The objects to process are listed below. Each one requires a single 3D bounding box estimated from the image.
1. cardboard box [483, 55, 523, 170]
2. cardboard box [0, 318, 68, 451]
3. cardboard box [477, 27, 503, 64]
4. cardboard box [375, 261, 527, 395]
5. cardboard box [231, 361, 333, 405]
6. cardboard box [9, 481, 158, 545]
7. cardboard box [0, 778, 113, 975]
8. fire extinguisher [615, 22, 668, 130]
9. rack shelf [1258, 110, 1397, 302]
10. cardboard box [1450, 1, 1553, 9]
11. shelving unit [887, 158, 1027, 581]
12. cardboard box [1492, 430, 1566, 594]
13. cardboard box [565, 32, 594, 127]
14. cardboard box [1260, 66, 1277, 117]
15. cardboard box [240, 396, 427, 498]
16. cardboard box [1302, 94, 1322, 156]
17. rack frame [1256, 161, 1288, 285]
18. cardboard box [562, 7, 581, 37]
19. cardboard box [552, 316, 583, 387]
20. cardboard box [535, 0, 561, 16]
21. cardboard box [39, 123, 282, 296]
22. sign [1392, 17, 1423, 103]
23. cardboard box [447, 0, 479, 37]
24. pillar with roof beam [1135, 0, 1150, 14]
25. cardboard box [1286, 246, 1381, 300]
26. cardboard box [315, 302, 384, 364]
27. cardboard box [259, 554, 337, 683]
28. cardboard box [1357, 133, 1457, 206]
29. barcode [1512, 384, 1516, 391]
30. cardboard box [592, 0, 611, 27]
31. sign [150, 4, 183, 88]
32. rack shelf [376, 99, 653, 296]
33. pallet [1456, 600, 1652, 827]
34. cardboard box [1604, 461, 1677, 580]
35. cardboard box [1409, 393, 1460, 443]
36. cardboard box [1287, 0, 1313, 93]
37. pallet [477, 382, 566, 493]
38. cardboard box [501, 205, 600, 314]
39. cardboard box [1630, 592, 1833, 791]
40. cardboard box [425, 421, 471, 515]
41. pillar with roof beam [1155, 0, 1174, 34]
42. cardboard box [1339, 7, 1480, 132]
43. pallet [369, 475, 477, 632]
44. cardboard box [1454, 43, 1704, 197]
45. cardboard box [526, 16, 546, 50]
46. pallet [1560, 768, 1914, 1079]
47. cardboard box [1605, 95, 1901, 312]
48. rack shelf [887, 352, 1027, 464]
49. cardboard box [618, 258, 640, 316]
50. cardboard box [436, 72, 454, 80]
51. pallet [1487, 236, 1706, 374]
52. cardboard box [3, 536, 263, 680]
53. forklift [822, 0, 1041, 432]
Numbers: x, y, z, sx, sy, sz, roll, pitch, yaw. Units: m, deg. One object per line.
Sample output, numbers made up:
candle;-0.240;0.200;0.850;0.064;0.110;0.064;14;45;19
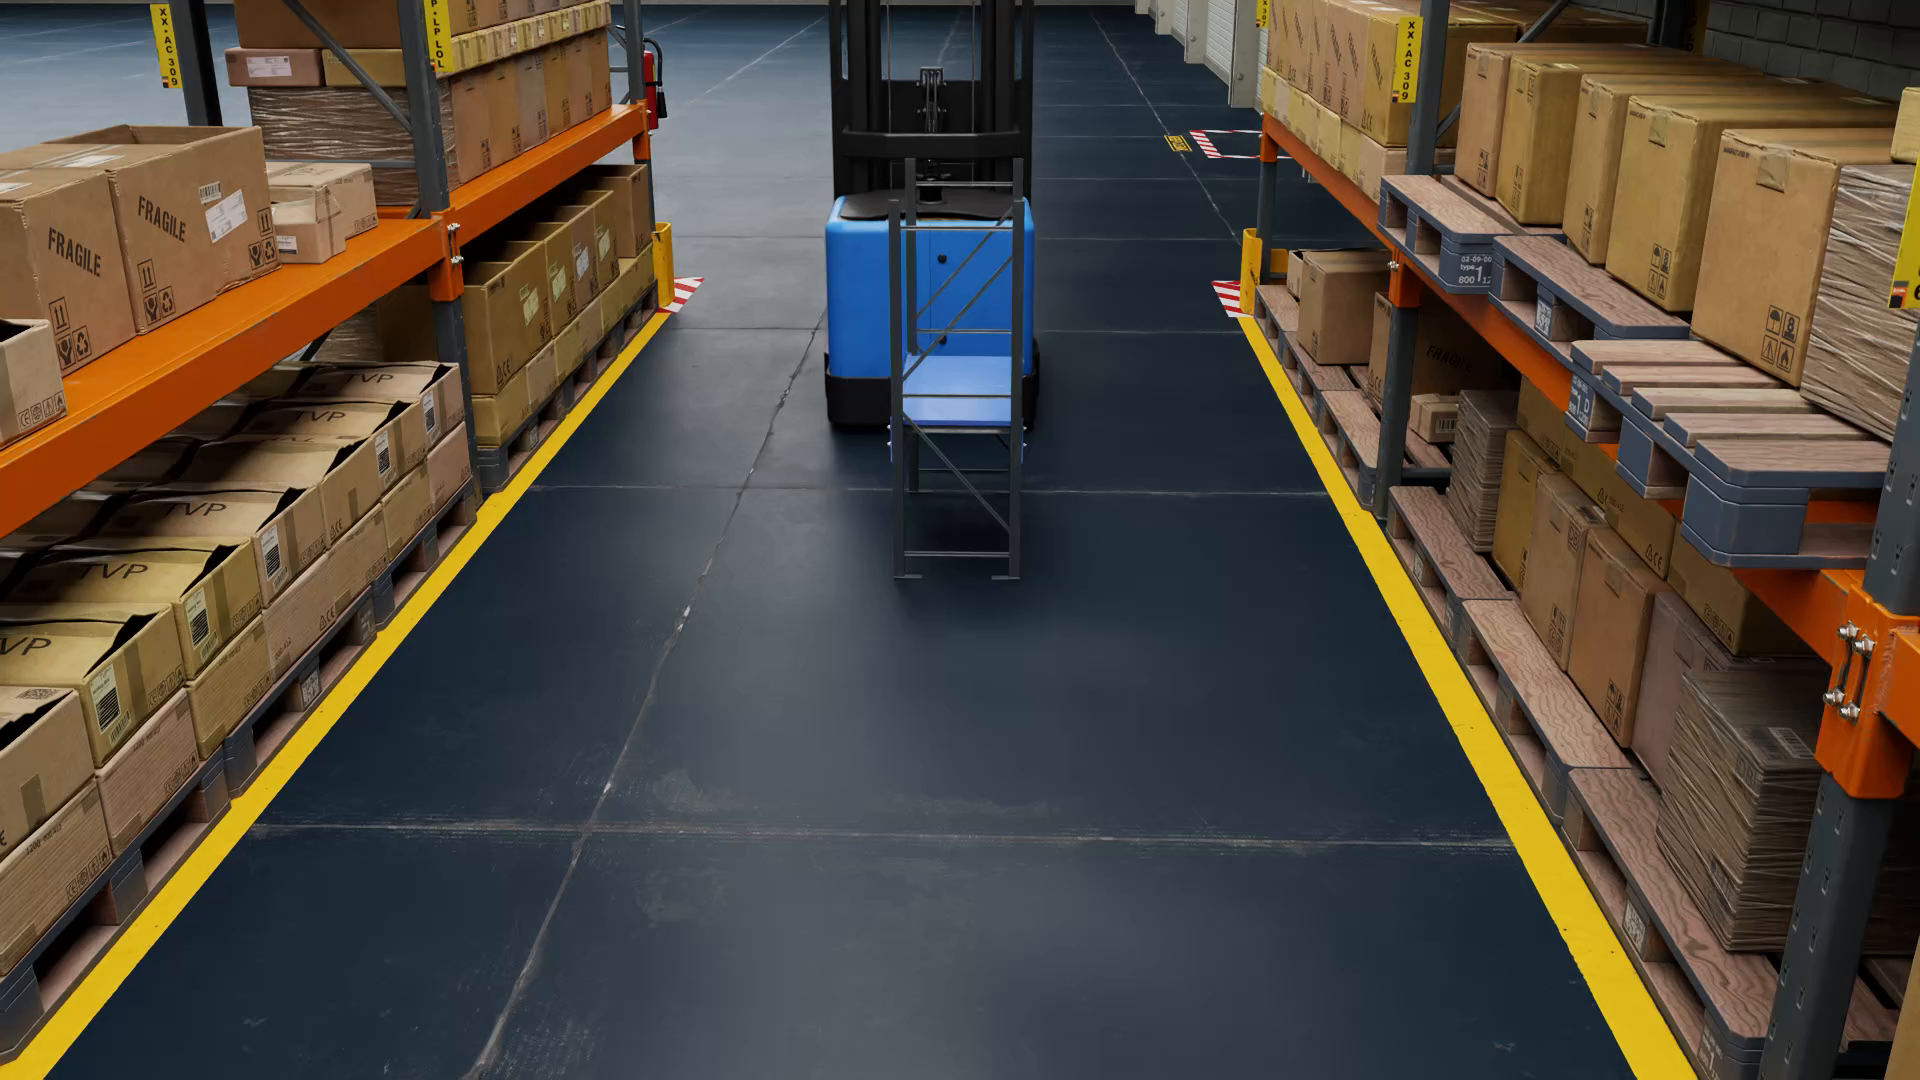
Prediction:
cardboard box;-2.600;-2.124;8.218;0.700;0.500;0.500;1;21;2
cardboard box;-2.536;-0.378;3.980;0.500;0.311;0.500;0;21;1
cardboard box;-2.404;-2.358;7.925;0.380;0.149;0.250;0;21;0
cardboard box;-2.309;-0.972;7.572;0.500;0.500;0.500;1;21;2
cardboard box;-2.897;-0.573;6.805;0.500;0.311;0.500;1;21;2
cardboard box;-2.943;-0.017;5.373;0.500;0.311;0.500;1;21;3
cardboard box;-2.448;0.802;4.037;0.500;0.250;0.500;1;21;1
fire extinguisher;-2.046;-2.993;10.702;0.296;0.674;0.183;1;21;2
rack shelf;2.377;-1.879;8.720;1.077;0.370;4.000;1;21;2
cardboard box;2.579;-2.315;7.992;0.500;0.500;0.500;1;21;3
shelving unit;0.003;-0.730;6.837;0.538;1.500;1.048;1;21;2
cardboard box;2.345;-0.078;5.930;0.700;0.500;0.500;0;21;1
cardboard box;-2.552;-2.679;9.649;0.700;0.500;0.500;1;21;3
cardboard box;2.105;-2.704;10.032;0.500;0.250;0.500;0;21;0
cardboard box;-2.371;-0.382;6.313;0.500;0.311;0.500;1;21;3
cardboard box;2.065;-2.150;8.602;0.500;0.250;0.500;1;21;2
rack frame;2.438;-2.938;10.454;1.000;3.000;0.127;1;21;2
cardboard box;-2.359;-2.922;9.377;0.380;0.149;0.250;1;21;2
cardboard box;-2.278;-0.984;8.640;0.500;0.250;0.500;1;21;2
cardboard box;-2.568;-3.082;8.894;0.700;0.500;0.500;1;21;2
cardboard box;-2.691;-1.123;5.639;0.500;0.500;0.500;2;21;6
sign;1.773;-1.898;6.578;0.100;0.325;0.005;1;21;2
cardboard box;-2.614;-2.539;7.495;0.700;0.500;0.500;1;21;1
pillar with roof beam;-0.110;-16.366;36.769;9.100;9.000;0.400;1;21;2
cardboard box;2.327;-1.640;10.218;0.500;0.311;0.500;-2;21;-4
cardboard box;-2.813;-1.159;8.053;0.500;0.500;0.500;1;21;2
cardboard box;-2.408;0.246;5.468;0.500;0.250;0.500;1;21;3
cardboard box;2.027;-1.606;7.200;0.500;0.250;0.500;1;21;2
barcode;2.642;-0.705;7.933;0.001;0.075;0.075;1;21;2
cardboard box;-2.335;-3.200;10.094;0.380;0.149;0.250;0;21;1
sign;-3.190;-1.991;6.707;0.100;0.325;0.005;1;21;2
rack shelf;-2.575;-1.932;8.857;1.077;0.370;4.000;1;21;2
pallet;2.259;0.532;5.365;1.003;0.211;1.213;1;21;2
cardboard box;2.255;-0.087;4.917;0.500;0.250;0.500;1;21;1
cardboard box;2.302;-0.570;7.659;0.380;0.166;0.250;-2;21;-5
cardboard box;2.076;-2.692;8.964;0.500;0.500;0.500;0;21;0
pallet;-2.570;-0.532;8.108;1.003;0.211;1.213;1;21;2
cardboard box;-2.265;-1.515;8.970;0.500;0.500;0.500;1;21;2
cardboard box;2.296;0.469;4.521;0.700;0.500;0.500;1;21;2
cardboard box;-2.358;-0.305;6.890;0.500;0.250;0.500;0;21;1
pillar with roof beam;-0.292;-14.197;31.178;9.100;9.000;0.400;1;21;2
cardboard box;2.031;-2.135;7.529;0.500;0.500;0.500;1;21;1
pallet;-2.619;0.022;6.680;1.003;0.211;1.213;1;21;2
cardboard box;2.266;-1.560;6.155;0.700;0.500;0.500;1;21;2
cardboard box;-2.380;-2.639;8.648;0.380;0.149;0.250;0;21;1
pallet;2.219;0.972;4.232;1.003;0.211;1.213;1;21;2
cardboard box;2.214;-0.918;4.501;0.700;0.500;0.500;1;21;2
rack shelf;0.003;-0.562;6.902;0.538;0.185;1.000;1;21;2
cardboard box;-2.238;-1.527;10.038;0.500;0.250;0.500;1;21;2
cardboard box;-2.426;-2.080;7.207;0.380;0.149;0.250;1;21;2
pallet;2.214;-0.672;4.879;1.003;0.211;1.213;1;21;2
cardboard box;-2.422;0.166;4.901;0.500;0.311;0.500;0;21;0
forklift;-0.152;-2.380;9.111;1.130;2.935;3.031;0;21;0
